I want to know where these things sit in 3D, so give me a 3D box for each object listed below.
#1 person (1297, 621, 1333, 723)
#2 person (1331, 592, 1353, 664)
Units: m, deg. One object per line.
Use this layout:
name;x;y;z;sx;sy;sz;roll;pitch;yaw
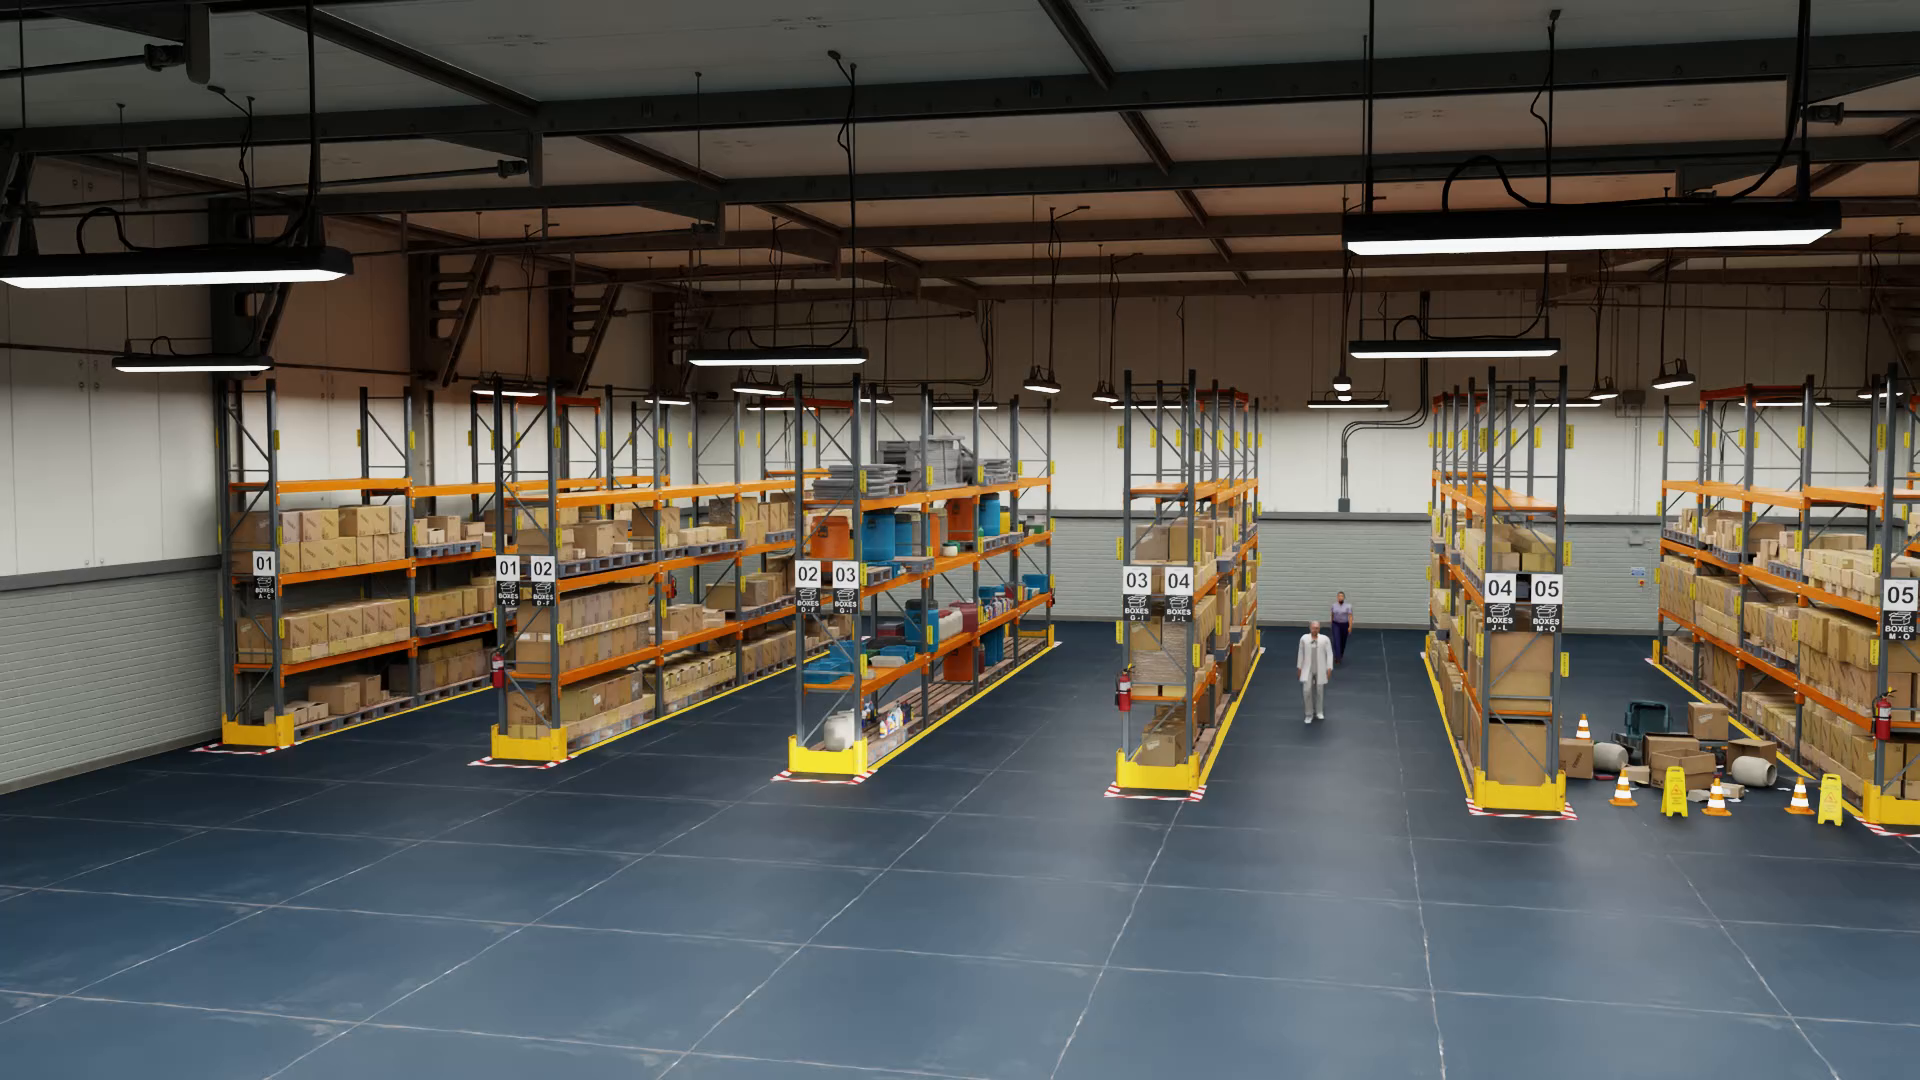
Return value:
person;6.332;2.360;29.669;0.645;1.848;0.618;1;4;16
person;8.592;1.953;37.413;0.466;1.584;1.064;0;3;4
